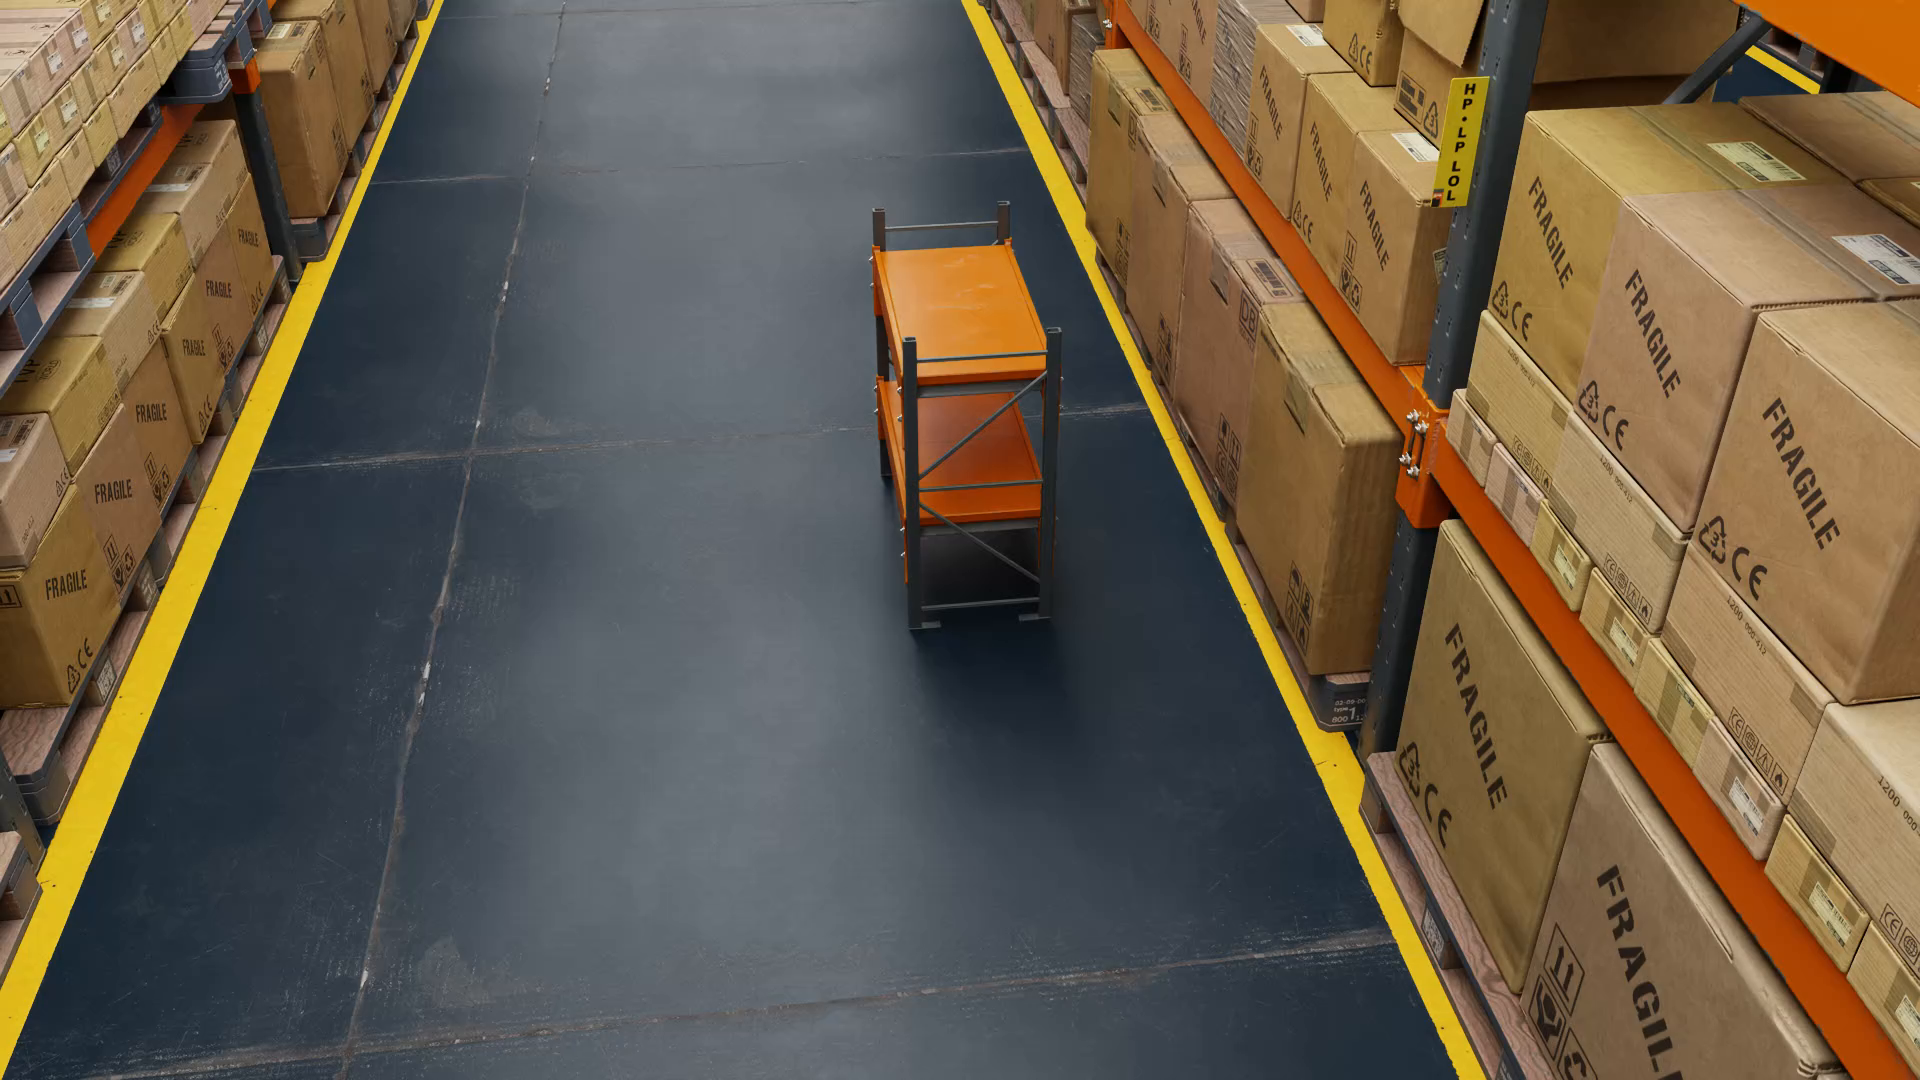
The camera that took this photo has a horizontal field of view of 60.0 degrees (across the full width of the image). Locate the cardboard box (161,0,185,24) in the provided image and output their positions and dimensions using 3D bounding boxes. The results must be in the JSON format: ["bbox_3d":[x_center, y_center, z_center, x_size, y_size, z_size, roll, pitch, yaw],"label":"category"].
[{"bbox_3d":[-3.086,-1.994,6.098,0.380,0.149,0.250,-4,35,-6],"label":"cardboard box"}]

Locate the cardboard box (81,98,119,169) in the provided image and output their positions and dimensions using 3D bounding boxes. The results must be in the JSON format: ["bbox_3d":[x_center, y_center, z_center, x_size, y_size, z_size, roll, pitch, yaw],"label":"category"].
[{"bbox_3d":[-2.953,-1.298,5.342,0.380,0.149,0.250,-5,35,-7],"label":"cardboard box"}]

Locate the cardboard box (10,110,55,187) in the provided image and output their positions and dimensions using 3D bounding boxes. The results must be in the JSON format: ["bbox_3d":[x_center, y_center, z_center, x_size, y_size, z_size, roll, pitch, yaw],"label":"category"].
[{"bbox_3d":[-2.879,-1.126,4.825,0.380,0.149,0.250,-6,35,-8],"label":"cardboard box"}]

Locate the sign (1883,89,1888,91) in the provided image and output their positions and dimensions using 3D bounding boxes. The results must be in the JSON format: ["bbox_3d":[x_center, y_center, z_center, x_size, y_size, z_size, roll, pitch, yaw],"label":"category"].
[{"bbox_3d":[2.304,-0.998,4.212,0.100,0.325,0.005,-4,35,-6],"label":"sign"}]

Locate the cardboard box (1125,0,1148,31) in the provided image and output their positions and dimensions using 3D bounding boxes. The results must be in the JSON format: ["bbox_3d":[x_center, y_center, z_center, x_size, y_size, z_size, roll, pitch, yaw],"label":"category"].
[{"bbox_3d":[1.012,-2.546,7.234,0.500,0.500,0.500,-3,34,-5],"label":"cardboard box"}]

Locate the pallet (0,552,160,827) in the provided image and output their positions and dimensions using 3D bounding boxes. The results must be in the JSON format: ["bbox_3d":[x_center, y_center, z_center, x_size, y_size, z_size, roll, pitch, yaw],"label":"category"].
[{"bbox_3d":[-3.281,0.472,5.369,1.003,0.211,1.213,-4,35,-6],"label":"pallet"}]

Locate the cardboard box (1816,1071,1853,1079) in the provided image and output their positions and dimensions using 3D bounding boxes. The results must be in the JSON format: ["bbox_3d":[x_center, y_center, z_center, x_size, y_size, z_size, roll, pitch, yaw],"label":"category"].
[{"bbox_3d":[2.004,1.513,2.880,0.875,0.875,0.875,-4,35,-6],"label":"cardboard box"}]

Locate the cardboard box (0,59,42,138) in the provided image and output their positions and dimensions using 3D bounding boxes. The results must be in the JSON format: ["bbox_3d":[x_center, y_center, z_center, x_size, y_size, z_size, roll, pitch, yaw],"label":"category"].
[{"bbox_3d":[-2.879,-1.254,4.748,0.380,0.149,0.250,-5,35,-7],"label":"cardboard box"}]

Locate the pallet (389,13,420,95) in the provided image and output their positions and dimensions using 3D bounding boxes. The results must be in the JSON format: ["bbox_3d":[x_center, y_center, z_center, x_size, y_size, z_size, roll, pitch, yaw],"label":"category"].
[{"bbox_3d":[-4.072,-3.133,10.659,1.003,0.211,1.213,-4,35,-6],"label":"pallet"}]

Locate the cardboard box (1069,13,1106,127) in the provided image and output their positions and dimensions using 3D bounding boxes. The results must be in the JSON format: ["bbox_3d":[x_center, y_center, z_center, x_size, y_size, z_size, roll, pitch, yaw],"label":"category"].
[{"bbox_3d":[1.019,-2.627,9.270,0.700,0.500,0.500,-7,35,-10],"label":"cardboard box"}]

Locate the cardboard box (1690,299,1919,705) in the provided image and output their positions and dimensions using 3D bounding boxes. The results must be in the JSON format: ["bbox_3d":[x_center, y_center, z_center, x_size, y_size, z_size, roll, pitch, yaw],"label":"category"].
[{"bbox_3d":[1.698,-0.084,2.912,0.500,0.500,0.500,-5,35,-8],"label":"cardboard box"}]

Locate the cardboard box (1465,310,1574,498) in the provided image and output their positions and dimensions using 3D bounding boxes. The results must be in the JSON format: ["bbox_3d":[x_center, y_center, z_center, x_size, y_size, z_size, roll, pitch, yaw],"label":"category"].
[{"bbox_3d":[1.557,-0.344,3.960,0.500,0.250,0.500,-5,35,-7],"label":"cardboard box"}]

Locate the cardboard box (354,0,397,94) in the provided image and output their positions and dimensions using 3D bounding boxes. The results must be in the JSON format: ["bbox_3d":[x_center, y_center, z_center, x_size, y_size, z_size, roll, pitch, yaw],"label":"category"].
[{"bbox_3d":[-3.952,-3.075,9.724,1.050,0.750,0.750,-4,35,-6],"label":"cardboard box"}]

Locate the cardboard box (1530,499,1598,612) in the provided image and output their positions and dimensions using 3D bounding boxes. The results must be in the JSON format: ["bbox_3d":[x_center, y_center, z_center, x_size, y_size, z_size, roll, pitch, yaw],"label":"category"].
[{"bbox_3d":[1.535,0.023,3.776,0.380,0.149,0.250,-3,34,-5],"label":"cardboard box"}]

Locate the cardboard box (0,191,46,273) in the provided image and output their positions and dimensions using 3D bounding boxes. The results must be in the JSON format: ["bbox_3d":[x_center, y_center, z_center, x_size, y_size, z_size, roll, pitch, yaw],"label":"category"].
[{"bbox_3d":[-2.845,-0.864,4.704,0.380,0.149,0.250,-4,34,-6],"label":"cardboard box"}]

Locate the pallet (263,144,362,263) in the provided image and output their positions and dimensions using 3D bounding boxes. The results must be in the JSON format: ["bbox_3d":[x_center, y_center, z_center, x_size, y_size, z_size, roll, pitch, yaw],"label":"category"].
[{"bbox_3d":[-3.744,-1.771,8.661,1.003,0.211,1.213,-4,35,-6],"label":"pallet"}]

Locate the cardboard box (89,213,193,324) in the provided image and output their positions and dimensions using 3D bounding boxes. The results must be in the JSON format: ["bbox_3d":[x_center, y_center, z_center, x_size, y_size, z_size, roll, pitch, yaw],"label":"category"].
[{"bbox_3d":[-3.229,-1.001,6.235,0.500,0.250,0.500,-4,34,-5],"label":"cardboard box"}]

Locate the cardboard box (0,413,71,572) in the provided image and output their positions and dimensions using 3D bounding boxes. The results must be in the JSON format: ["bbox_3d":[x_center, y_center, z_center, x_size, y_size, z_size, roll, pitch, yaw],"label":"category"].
[{"bbox_3d":[-3.012,-0.128,4.956,0.500,0.250,0.500,-6,35,-8],"label":"cardboard box"}]

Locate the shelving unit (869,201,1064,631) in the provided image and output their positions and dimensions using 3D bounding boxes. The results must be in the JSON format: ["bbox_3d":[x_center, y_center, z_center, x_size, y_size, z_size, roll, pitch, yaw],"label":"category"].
[{"bbox_3d":[0.001,-0.461,5.928,0.538,1.125,1.048,-4,35,-6],"label":"shelving unit"}]

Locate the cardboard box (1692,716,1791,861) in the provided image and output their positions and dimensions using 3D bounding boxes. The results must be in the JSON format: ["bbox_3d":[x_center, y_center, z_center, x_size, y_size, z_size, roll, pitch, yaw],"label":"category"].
[{"bbox_3d":[1.639,0.453,3.145,0.380,0.149,0.250,-4,34,-6],"label":"cardboard box"}]

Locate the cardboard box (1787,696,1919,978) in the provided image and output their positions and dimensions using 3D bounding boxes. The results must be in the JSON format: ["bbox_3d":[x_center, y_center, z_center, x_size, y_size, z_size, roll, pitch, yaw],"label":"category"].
[{"bbox_3d":[1.753,0.499,2.724,0.500,0.250,0.500,-4,35,-6],"label":"cardboard box"}]

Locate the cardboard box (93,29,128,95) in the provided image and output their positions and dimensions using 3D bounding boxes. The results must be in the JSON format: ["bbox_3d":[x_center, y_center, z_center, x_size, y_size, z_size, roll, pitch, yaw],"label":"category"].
[{"bbox_3d":[-2.984,-1.565,5.470,0.380,0.149,0.250,-5,35,-7],"label":"cardboard box"}]

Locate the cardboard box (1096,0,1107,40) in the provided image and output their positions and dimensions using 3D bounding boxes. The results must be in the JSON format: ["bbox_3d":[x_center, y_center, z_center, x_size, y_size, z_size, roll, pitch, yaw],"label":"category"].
[{"bbox_3d":[1.015,-2.922,9.038,0.500,0.250,0.500,-1,34,-1],"label":"cardboard box"}]

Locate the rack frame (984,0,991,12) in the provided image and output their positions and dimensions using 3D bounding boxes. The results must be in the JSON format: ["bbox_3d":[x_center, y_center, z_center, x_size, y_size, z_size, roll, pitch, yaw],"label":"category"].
[{"bbox_3d":[0.678,-5.029,10.966,1.000,3.000,0.127,-4,35,-6],"label":"rack frame"}]

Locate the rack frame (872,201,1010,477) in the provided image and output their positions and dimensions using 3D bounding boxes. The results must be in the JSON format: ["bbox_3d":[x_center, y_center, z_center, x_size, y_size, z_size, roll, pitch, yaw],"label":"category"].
[{"bbox_3d":[-0.067,-0.745,6.344,0.500,1.125,0.032,-4,35,-6],"label":"rack frame"}]

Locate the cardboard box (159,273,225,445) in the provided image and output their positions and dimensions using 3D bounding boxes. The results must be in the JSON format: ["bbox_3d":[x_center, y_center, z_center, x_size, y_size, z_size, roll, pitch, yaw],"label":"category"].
[{"bbox_3d":[-3.212,-0.687,6.441,0.500,0.500,0.500,-6,35,-9],"label":"cardboard box"}]

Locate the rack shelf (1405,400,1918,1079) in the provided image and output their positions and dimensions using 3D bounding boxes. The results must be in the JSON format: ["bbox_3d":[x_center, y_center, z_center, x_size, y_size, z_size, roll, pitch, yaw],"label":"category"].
[{"bbox_3d":[2.023,0.849,2.980,1.077,0.370,4.000,-4,35,-6],"label":"rack shelf"}]

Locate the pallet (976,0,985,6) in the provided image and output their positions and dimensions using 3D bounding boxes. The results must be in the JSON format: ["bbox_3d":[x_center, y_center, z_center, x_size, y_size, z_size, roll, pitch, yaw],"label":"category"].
[{"bbox_3d":[0.553,-4.249,12.297,1.003,0.211,1.213,-4,35,-6],"label":"pallet"}]

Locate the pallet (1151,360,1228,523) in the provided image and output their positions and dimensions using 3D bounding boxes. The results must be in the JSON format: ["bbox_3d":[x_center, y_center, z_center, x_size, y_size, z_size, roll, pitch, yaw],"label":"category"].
[{"bbox_3d":[1.408,-0.520,6.825,1.003,0.211,1.213,-4,35,-6],"label":"pallet"}]

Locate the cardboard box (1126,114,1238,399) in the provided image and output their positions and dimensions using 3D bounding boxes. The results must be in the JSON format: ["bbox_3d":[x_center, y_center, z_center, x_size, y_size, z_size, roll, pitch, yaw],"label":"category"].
[{"bbox_3d":[1.400,-1.208,6.872,1.225,0.875,0.875,-4,35,-6],"label":"cardboard box"}]

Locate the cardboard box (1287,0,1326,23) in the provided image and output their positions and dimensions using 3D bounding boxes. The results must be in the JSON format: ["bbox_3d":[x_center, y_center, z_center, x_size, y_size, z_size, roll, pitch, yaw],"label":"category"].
[{"bbox_3d":[1.480,-2.106,5.697,0.797,0.503,0.637,-3,34,-5],"label":"cardboard box"}]

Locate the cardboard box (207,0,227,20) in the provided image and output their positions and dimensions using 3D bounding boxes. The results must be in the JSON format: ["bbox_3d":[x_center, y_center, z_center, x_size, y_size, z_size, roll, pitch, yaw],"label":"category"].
[{"bbox_3d":[-3.159,-2.168,6.618,0.380,0.149,0.250,-4,35,-7],"label":"cardboard box"}]

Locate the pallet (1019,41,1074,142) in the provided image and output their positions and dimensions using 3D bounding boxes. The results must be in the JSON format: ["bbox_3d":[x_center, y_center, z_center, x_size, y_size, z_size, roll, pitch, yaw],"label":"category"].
[{"bbox_3d":[0.951,-2.760,10.113,1.003,0.211,1.213,-4,35,-6],"label":"pallet"}]

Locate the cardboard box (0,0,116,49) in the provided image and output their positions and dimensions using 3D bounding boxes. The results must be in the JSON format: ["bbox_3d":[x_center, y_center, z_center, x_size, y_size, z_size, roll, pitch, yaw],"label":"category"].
[{"bbox_3d":[-2.987,-1.687,5.384,0.380,0.149,0.250,-3,34,-5],"label":"cardboard box"}]

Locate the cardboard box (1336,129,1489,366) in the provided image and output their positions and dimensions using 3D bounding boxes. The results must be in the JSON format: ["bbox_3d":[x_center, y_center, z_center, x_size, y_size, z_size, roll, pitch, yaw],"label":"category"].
[{"bbox_3d":[1.420,-0.846,4.740,0.500,0.500,0.500,-4,35,-6],"label":"cardboard box"}]

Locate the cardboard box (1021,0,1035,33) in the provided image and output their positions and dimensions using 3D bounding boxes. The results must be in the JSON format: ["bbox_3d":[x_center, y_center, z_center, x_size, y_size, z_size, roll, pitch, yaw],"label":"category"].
[{"bbox_3d":[0.785,-3.566,10.648,0.700,0.500,0.500,-5,35,-7],"label":"cardboard box"}]

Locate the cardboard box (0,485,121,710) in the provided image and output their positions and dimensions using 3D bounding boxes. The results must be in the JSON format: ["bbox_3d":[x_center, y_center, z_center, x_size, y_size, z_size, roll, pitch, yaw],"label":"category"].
[{"bbox_3d":[-3.011,0.181,5.167,0.500,0.500,0.500,-3,34,-5],"label":"cardboard box"}]

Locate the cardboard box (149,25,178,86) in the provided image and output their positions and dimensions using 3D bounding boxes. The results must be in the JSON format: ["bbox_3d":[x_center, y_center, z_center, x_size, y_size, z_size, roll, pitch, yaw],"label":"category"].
[{"bbox_3d":[-3.057,-1.735,5.983,0.380,0.149,0.250,-6,35,-8],"label":"cardboard box"}]

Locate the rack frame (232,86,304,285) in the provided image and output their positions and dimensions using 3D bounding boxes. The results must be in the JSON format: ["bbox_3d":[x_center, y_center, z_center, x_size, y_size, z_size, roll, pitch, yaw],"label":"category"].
[{"bbox_3d":[-3.713,-2.478,7.222,1.000,3.000,0.127,-4,35,-6],"label":"rack frame"}]

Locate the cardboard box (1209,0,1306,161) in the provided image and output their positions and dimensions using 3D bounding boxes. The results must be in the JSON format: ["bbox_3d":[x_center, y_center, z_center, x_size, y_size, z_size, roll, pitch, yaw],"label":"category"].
[{"bbox_3d":[1.221,-1.694,5.983,0.500,0.500,0.500,-4,35,-6],"label":"cardboard box"}]

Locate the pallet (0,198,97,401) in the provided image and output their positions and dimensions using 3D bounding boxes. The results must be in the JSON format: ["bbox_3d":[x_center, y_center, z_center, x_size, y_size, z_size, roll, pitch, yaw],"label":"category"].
[{"bbox_3d":[-3.133,-0.604,4.643,1.003,0.211,1.213,-4,35,-6],"label":"pallet"}]
